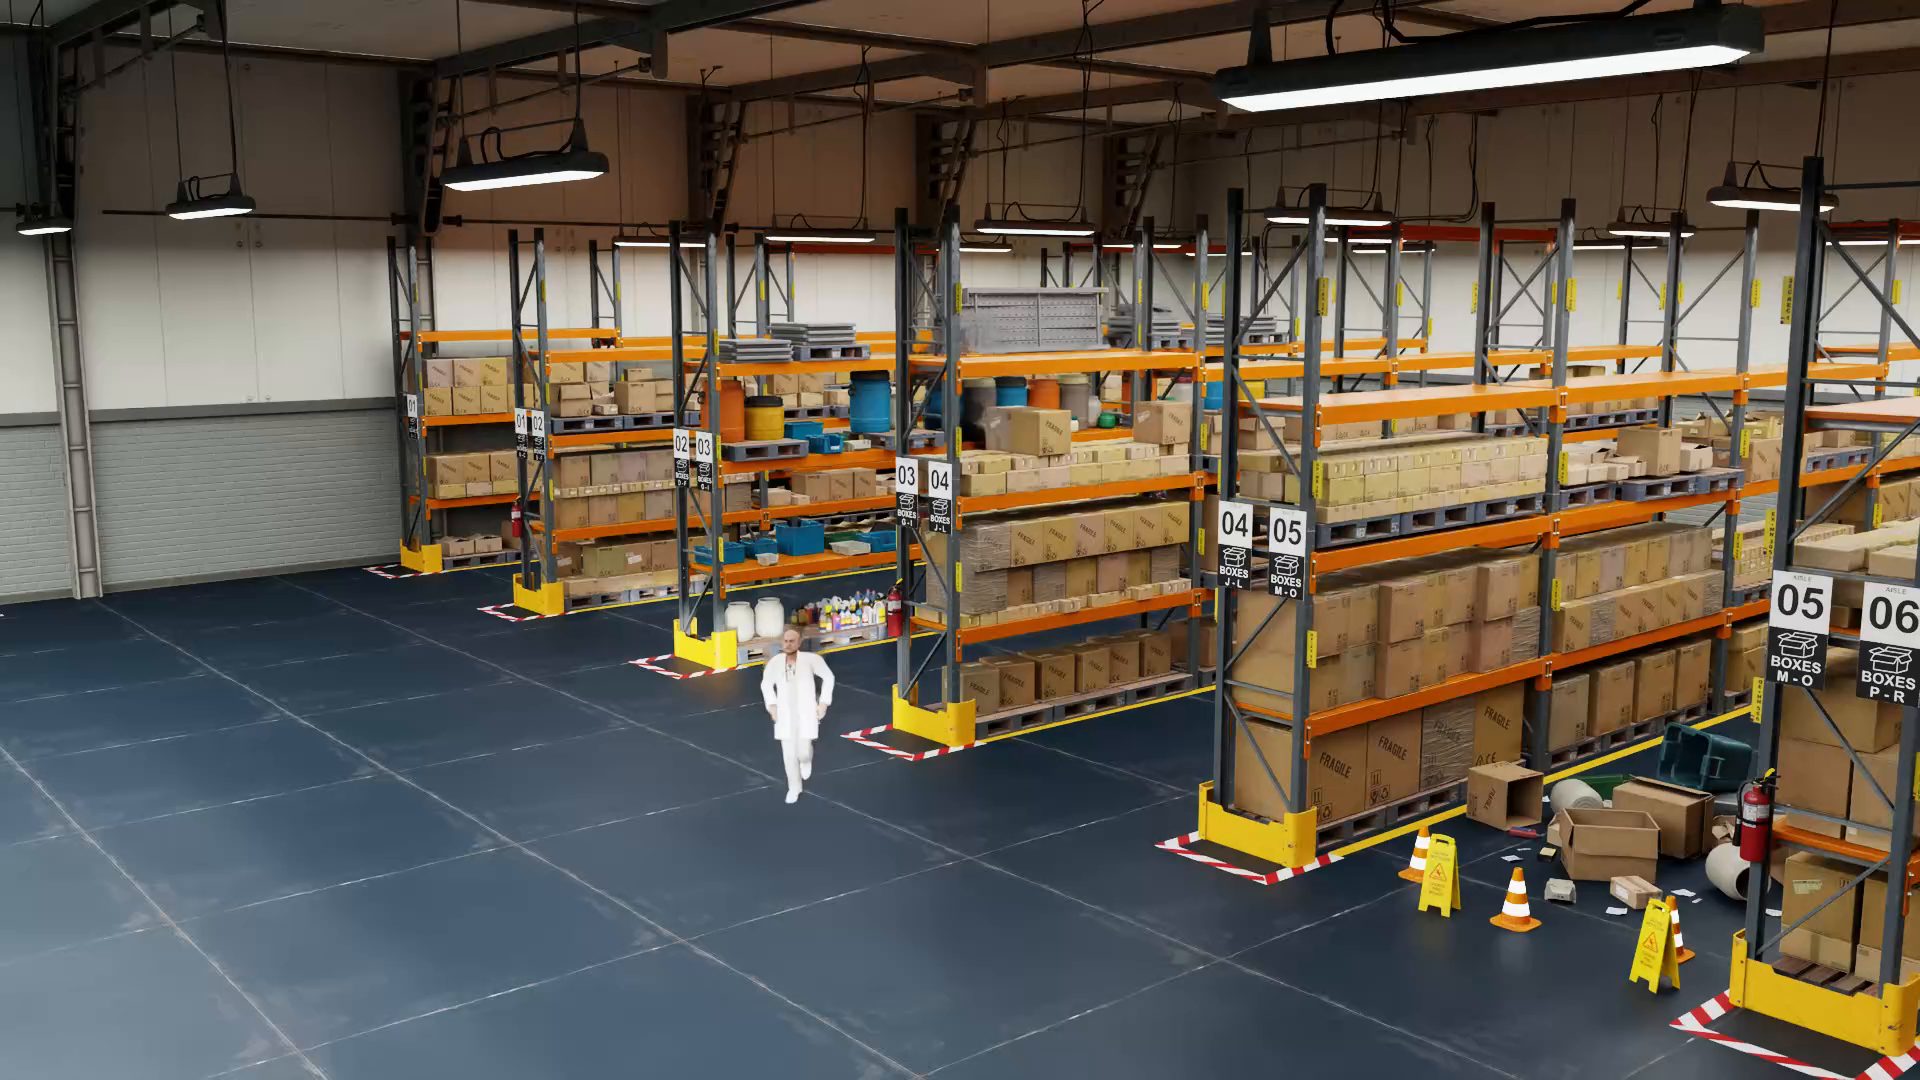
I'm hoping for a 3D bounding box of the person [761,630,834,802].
[{"bbox_3d":[-1.642,1.755,16.770,0.731,1.749,0.706,1,9,6],"label":"person"}]
